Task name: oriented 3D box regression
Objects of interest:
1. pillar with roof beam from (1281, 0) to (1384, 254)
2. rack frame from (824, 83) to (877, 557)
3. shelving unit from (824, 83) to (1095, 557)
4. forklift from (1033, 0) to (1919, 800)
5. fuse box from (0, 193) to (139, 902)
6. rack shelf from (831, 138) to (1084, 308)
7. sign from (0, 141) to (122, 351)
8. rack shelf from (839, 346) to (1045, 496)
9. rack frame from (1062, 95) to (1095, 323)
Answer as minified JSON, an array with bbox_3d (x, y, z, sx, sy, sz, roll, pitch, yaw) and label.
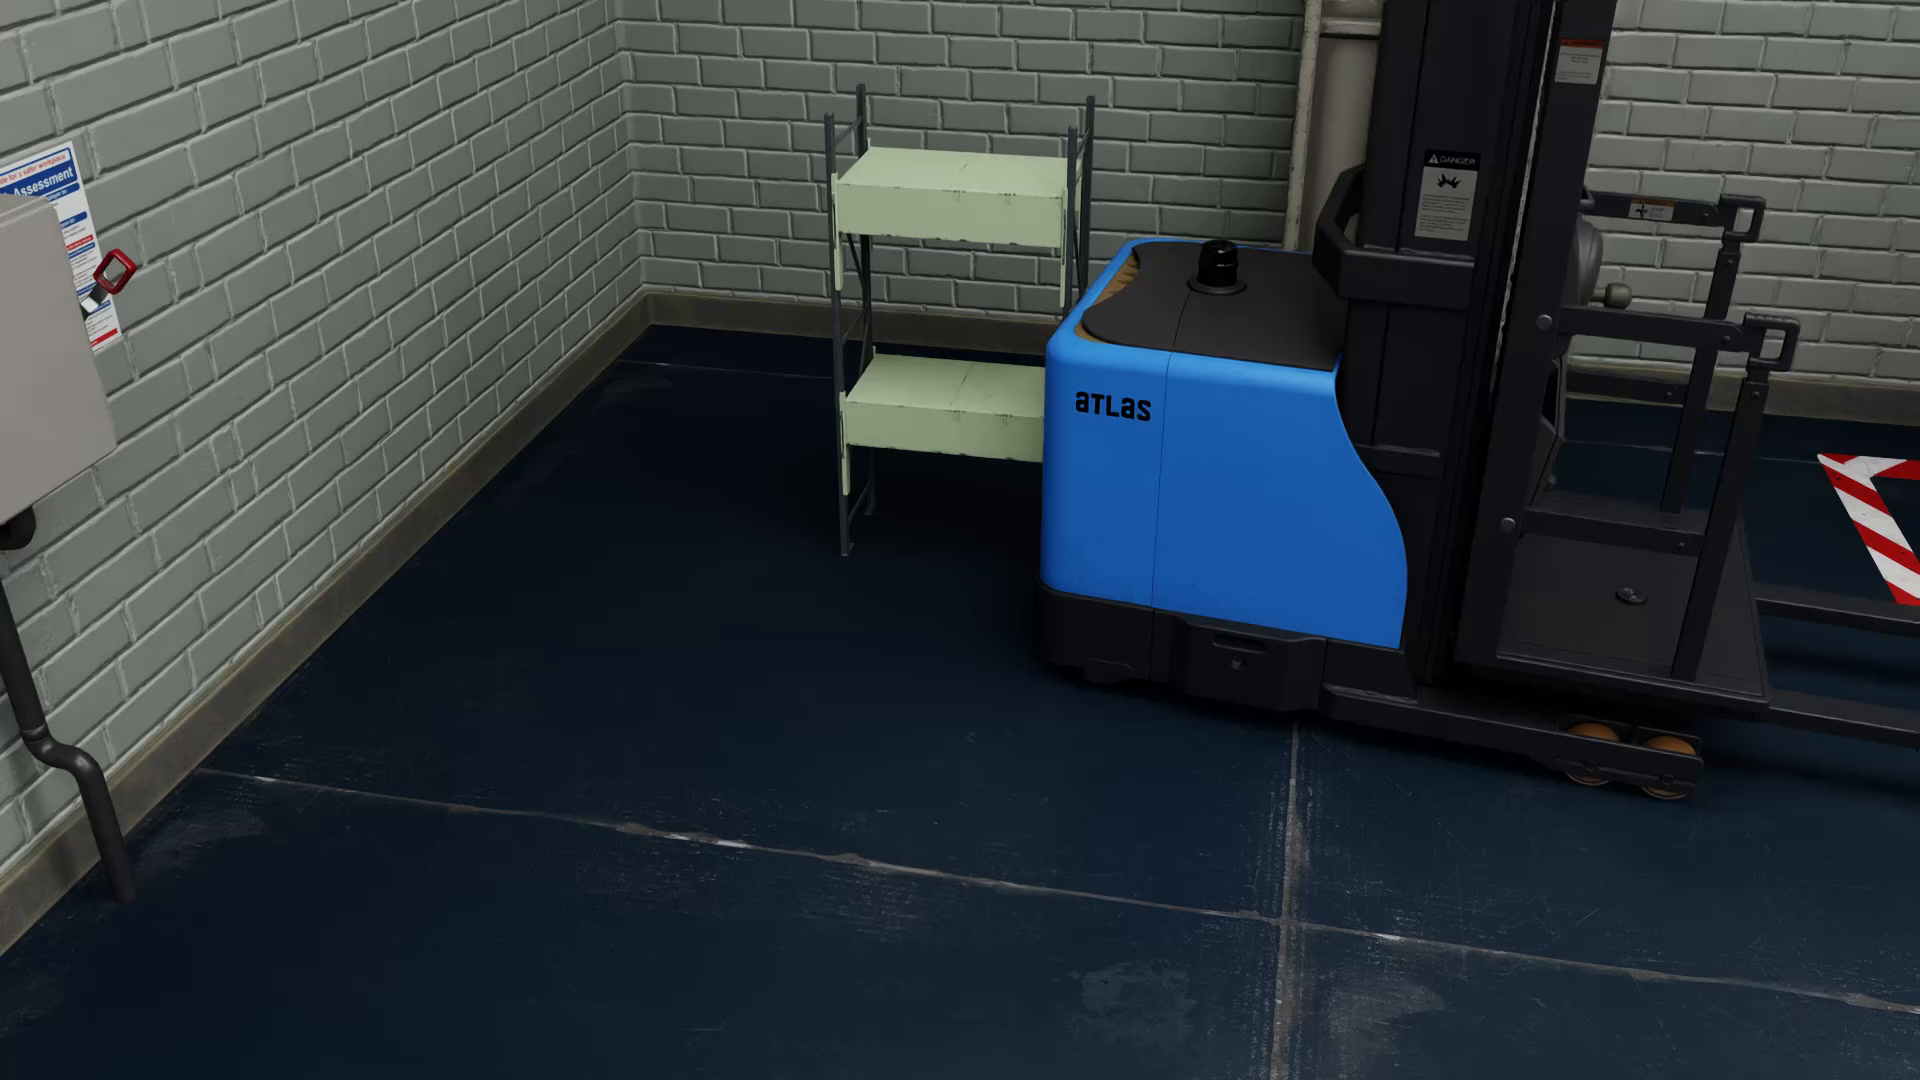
[{"bbox_3d":[0.582,-2.551,1.039,0.400,9.000,9.100,6,29,11],"label":"pillar with roof beam"},{"bbox_3d":[-0.351,-0.694,5.456,0.023,1.500,0.400,6,29,11],"label":"rack frame"},{"bbox_3d":[0.007,-0.657,5.389,0.755,1.500,0.431,6,29,11],"label":"shelving unit"},{"bbox_3d":[1.795,-0.875,4.296,3.031,2.935,1.130,9,30,16],"label":"forklift"},{"bbox_3d":[-2.042,0.122,3.745,0.414,1.711,0.539,6,29,11],"label":"fuse box"},{"bbox_3d":[0.007,-1.000,5.201,0.720,0.370,0.431,6,29,11],"label":"rack shelf"},{"bbox_3d":[-2.141,-0.654,3.920,0.001,0.494,0.329,6,29,11],"label":"sign"},{"bbox_3d":[0.007,-0.371,5.545,0.720,0.370,0.431,6,29,11],"label":"rack shelf"},{"bbox_3d":[0.364,-0.620,5.322,0.023,1.500,0.400,6,29,11],"label":"rack frame"}]
